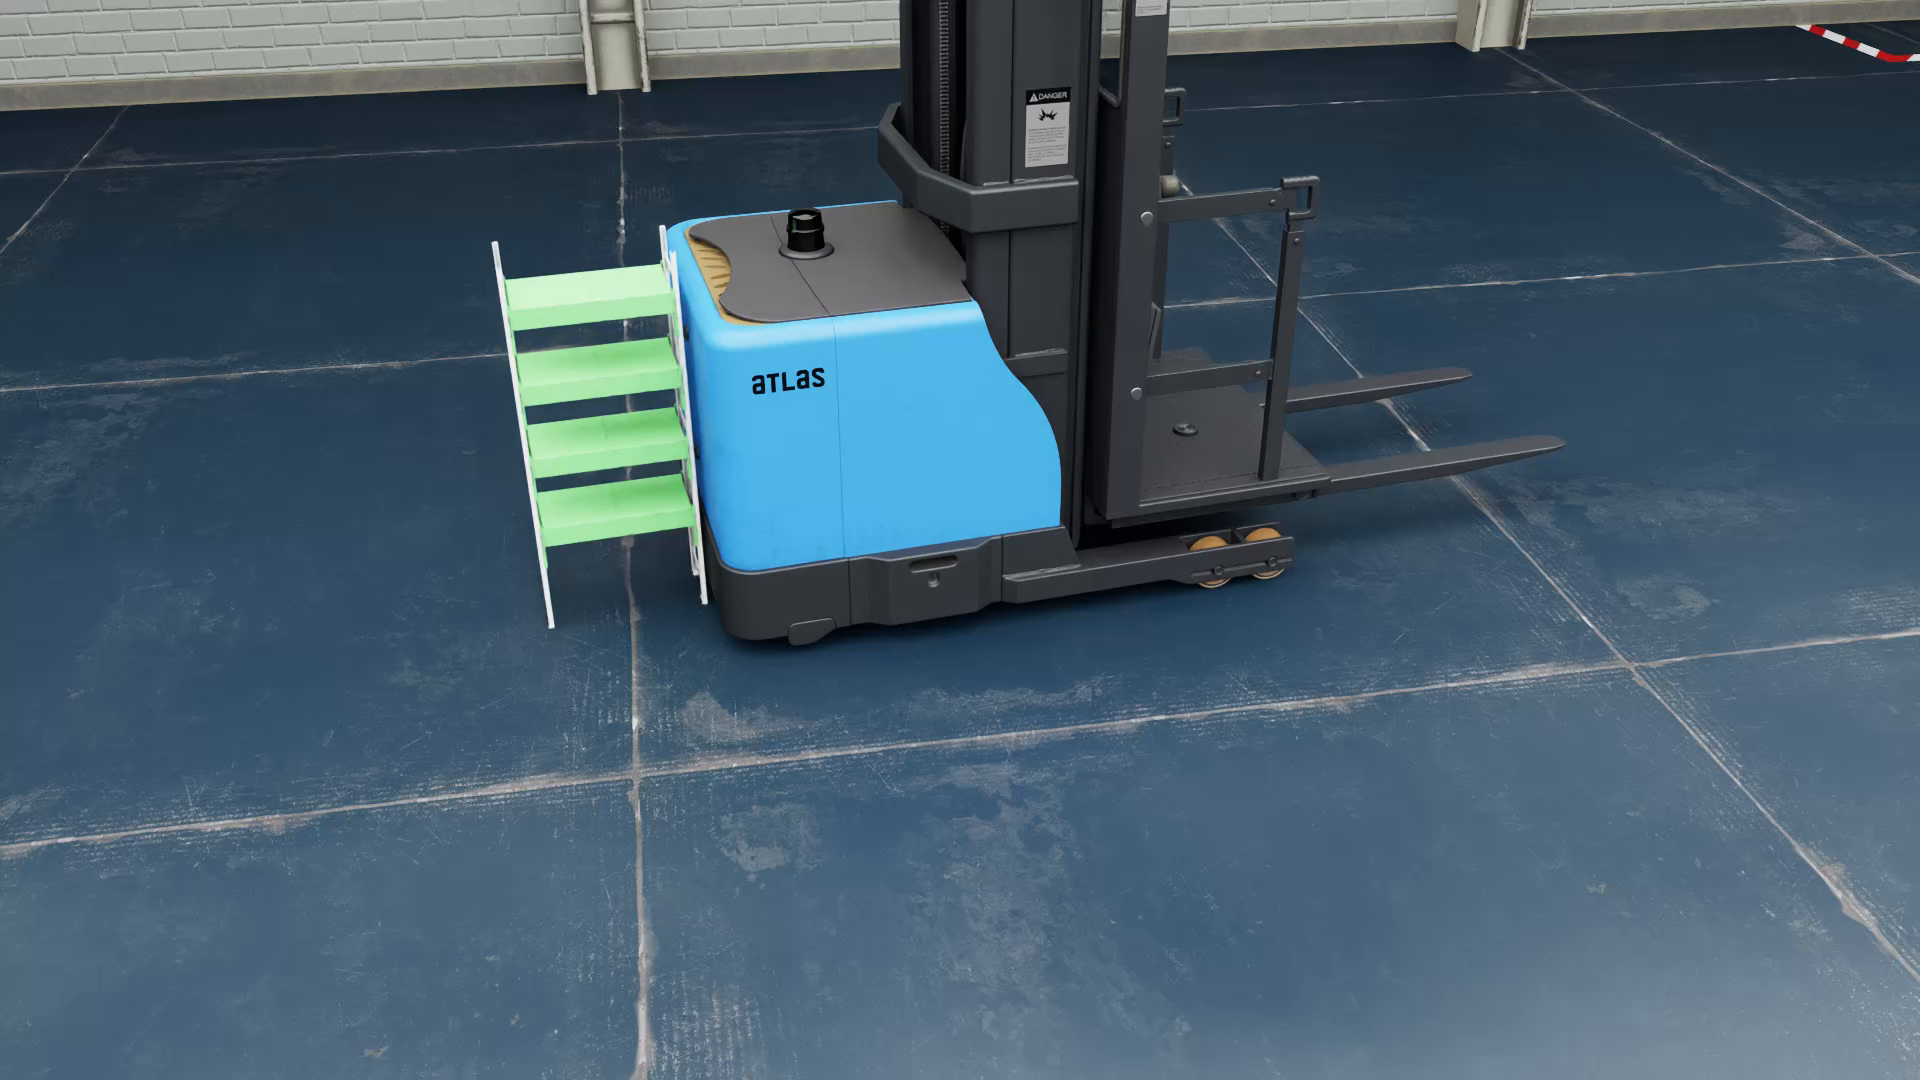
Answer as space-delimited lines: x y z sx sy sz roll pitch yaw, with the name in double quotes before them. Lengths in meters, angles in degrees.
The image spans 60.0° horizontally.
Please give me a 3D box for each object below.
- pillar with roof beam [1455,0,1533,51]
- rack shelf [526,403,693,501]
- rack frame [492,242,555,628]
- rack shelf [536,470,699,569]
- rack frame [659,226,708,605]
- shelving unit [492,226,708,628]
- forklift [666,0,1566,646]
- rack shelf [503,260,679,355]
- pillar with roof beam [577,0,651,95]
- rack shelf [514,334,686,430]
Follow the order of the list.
"pillar with roof beam" 4.482 -5.205 5.723 0.400 9.000 9.100 -5 31 -9
"rack shelf" -1.094 -0.276 5.162 0.480 0.148 0.258 -9 32 -14
"rack frame" -1.328 -0.296 5.070 0.015 1.200 0.240 -9 32 -14
"rack shelf" -1.094 -0.069 5.284 0.480 0.148 0.258 -9 32 -14
"rack frame" -0.860 -0.367 5.190 0.015 1.200 0.240 -9 32 -14
"shelving unit" -1.094 -0.331 5.130 0.503 1.200 0.258 -9 32 -14
"forklift" 0.602 -1.354 5.161 3.031 2.935 1.130 -9 32 -14
"rack shelf" -1.094 -0.690 4.919 0.480 0.148 0.258 -9 32 -14
"pillar with roof beam" -1.420 -4.657 4.792 0.400 9.000 9.100 -5 31 -9
"rack shelf" -1.094 -0.483 5.041 0.480 0.148 0.258 -9 32 -14
